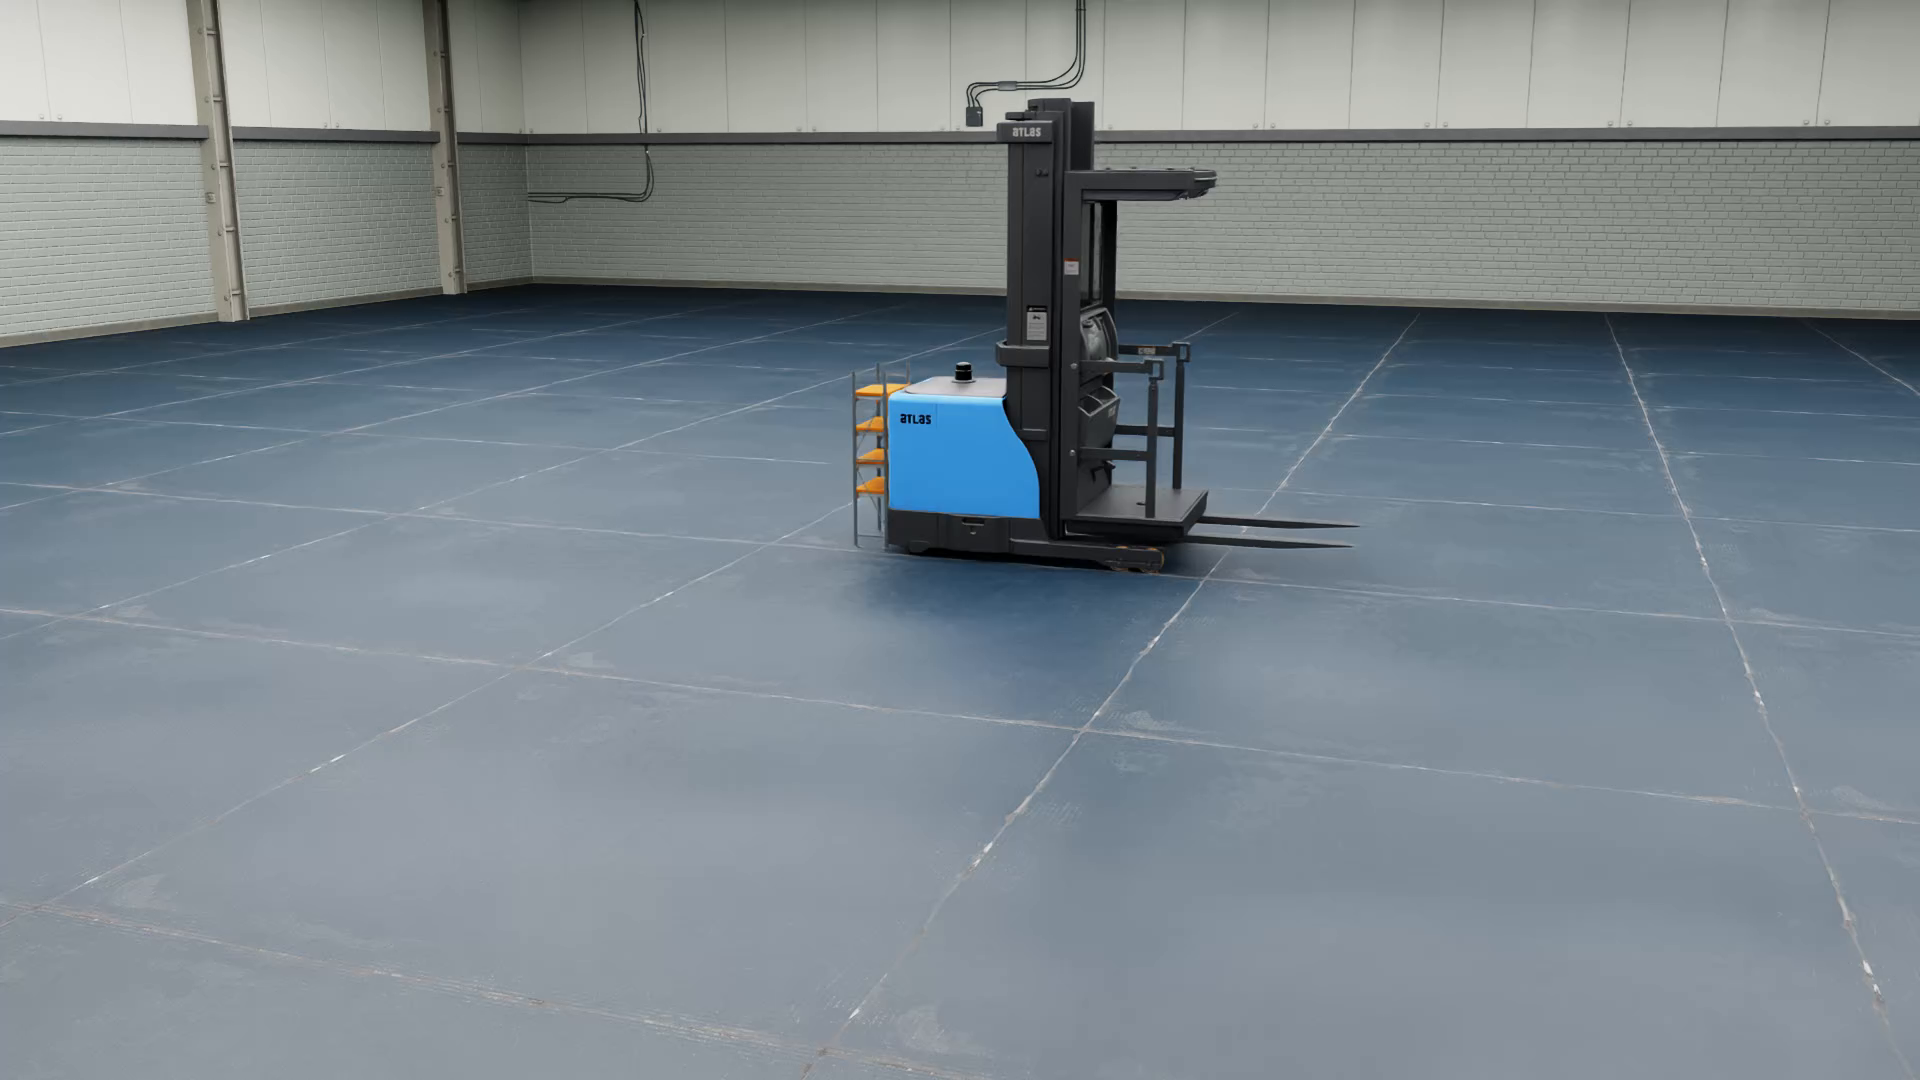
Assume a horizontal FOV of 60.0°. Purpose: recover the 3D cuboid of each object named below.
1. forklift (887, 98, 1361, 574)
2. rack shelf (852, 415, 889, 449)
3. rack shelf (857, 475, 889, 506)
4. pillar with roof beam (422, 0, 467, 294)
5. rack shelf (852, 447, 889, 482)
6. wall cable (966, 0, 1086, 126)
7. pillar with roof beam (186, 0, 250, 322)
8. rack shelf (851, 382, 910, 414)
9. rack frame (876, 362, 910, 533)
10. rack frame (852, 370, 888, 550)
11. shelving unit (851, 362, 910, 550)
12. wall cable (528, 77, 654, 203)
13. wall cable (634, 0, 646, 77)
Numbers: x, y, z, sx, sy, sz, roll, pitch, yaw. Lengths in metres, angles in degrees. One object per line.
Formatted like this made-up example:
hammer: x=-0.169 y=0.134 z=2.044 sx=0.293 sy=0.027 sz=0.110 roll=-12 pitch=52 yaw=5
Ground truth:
forklift: x=1.091 y=-1.344 z=10.788 sx=3.031 sy=2.935 sz=1.130 roll=4 pitch=13 yaw=17
rack shelf: x=-0.531 y=-0.734 z=11.305 sx=0.258 sy=0.148 sz=0.480 roll=4 pitch=13 yaw=16
rack shelf: x=-0.531 y=-0.322 z=11.399 sx=0.258 sy=0.148 sz=0.480 roll=4 pitch=13 yaw=16
pillar with roof beam: x=-5.895 y=-8.941 z=30.439 sx=9.100 sy=9.000 sz=0.400 roll=4 pitch=14 yaw=18
rack shelf: x=-0.531 y=-0.516 z=11.355 sx=0.258 sy=0.148 sz=0.480 roll=4 pitch=13 yaw=16
wall cable: x=1.214 y=-10.747 z=30.710 sx=2.305 sy=6.003 sz=0.169 roll=4 pitch=14 yaw=18
pillar with roof beam: x=-7.836 y=-7.678 z=24.904 sx=9.100 sy=9.000 sz=0.400 roll=4 pitch=14 yaw=18
rack shelf: x=-0.531 y=-0.965 z=11.252 sx=0.258 sy=0.148 sz=0.480 roll=4 pitch=13 yaw=16
rack frame: x=-0.462 y=-0.634 z=11.568 sx=0.240 sy=1.200 sz=0.015 roll=4 pitch=13 yaw=16
rack frame: x=-0.601 y=-0.530 z=11.112 sx=0.240 sy=1.200 sz=0.015 roll=4 pitch=13 yaw=16
shelving unit: x=-0.531 y=-0.582 z=11.340 sx=0.258 sy=1.200 sz=0.503 roll=4 pitch=13 yaw=16
wall cable: x=-7.764 y=-8.262 z=34.443 sx=3.097 sy=2.526 sz=0.112 roll=4 pitch=14 yaw=18
wall cable: x=-5.204 y=-10.530 z=33.028 sx=3.097 sy=2.526 sz=0.112 roll=4 pitch=14 yaw=18
